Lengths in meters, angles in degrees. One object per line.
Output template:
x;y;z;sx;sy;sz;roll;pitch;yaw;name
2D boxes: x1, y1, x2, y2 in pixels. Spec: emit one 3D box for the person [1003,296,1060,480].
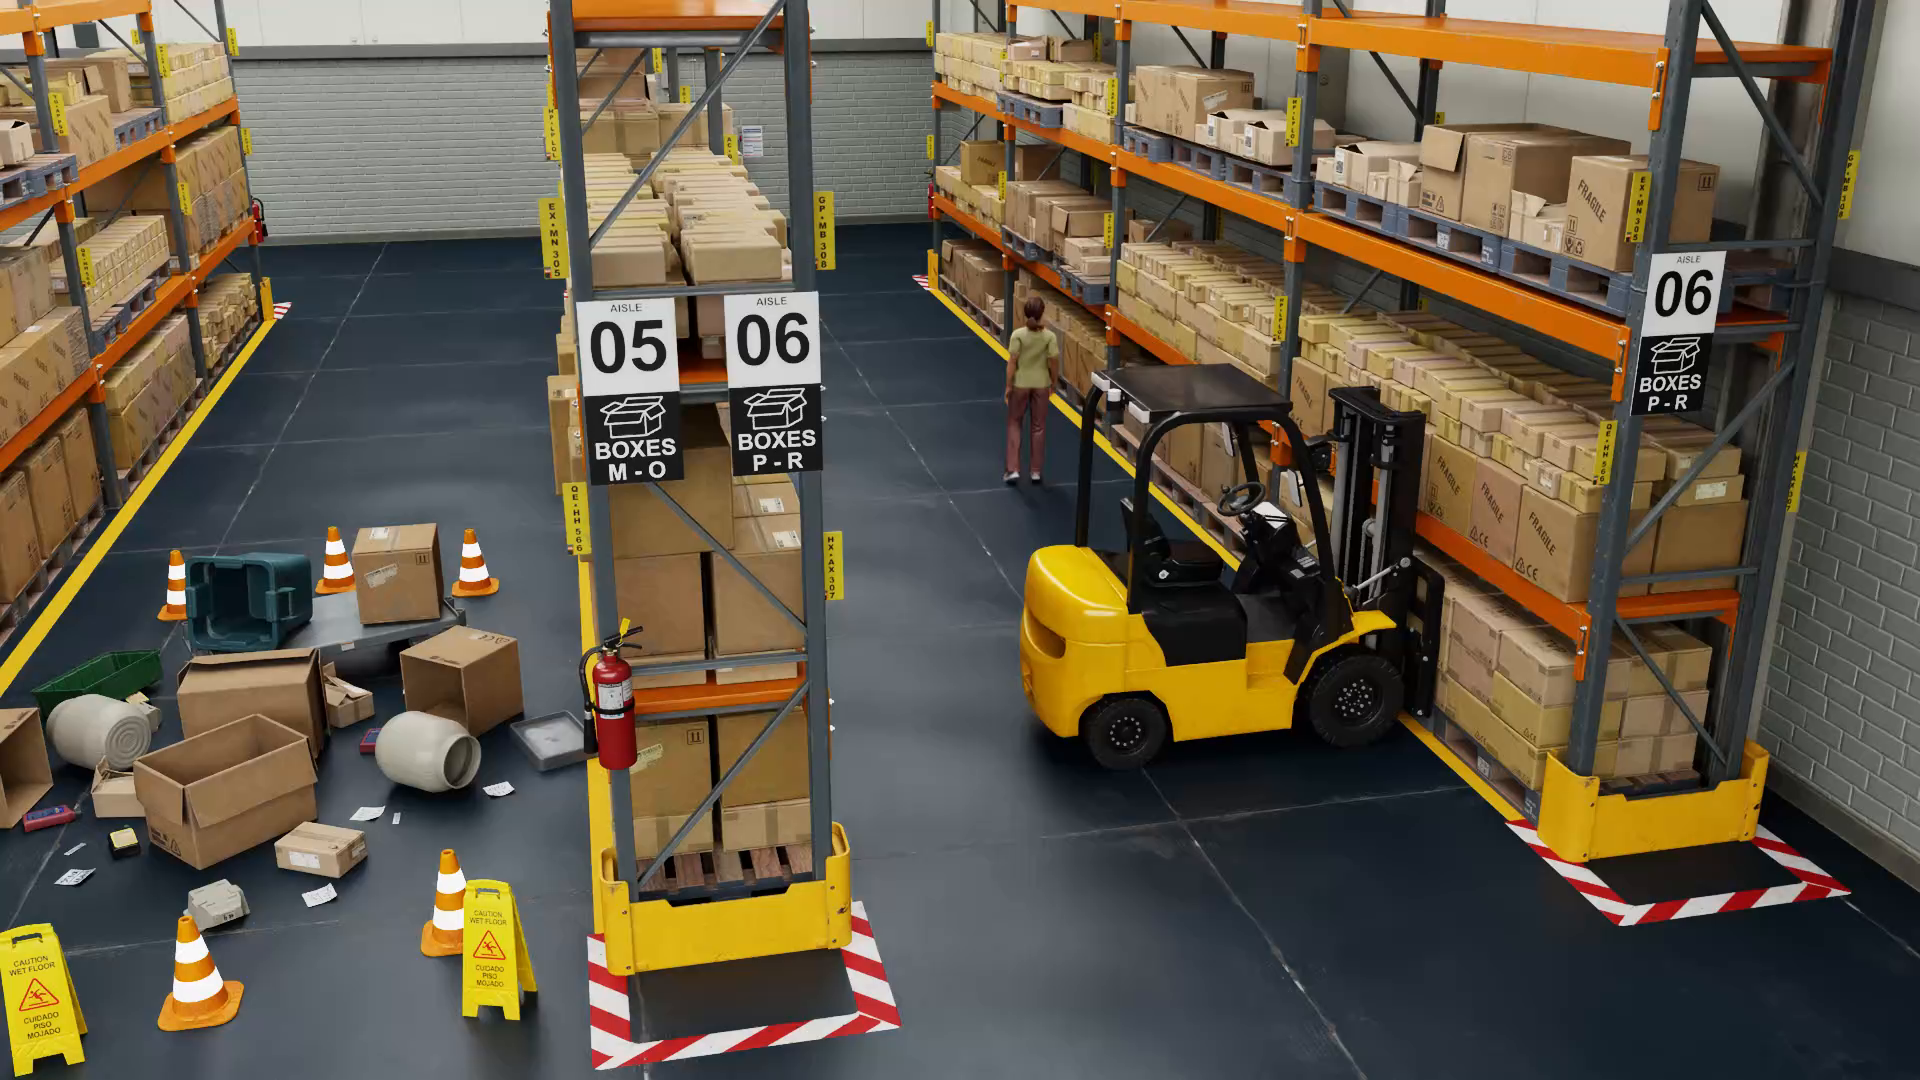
0.630;-1.315;14.752;0.484;1.732;0.466;-1;20;-3;person
